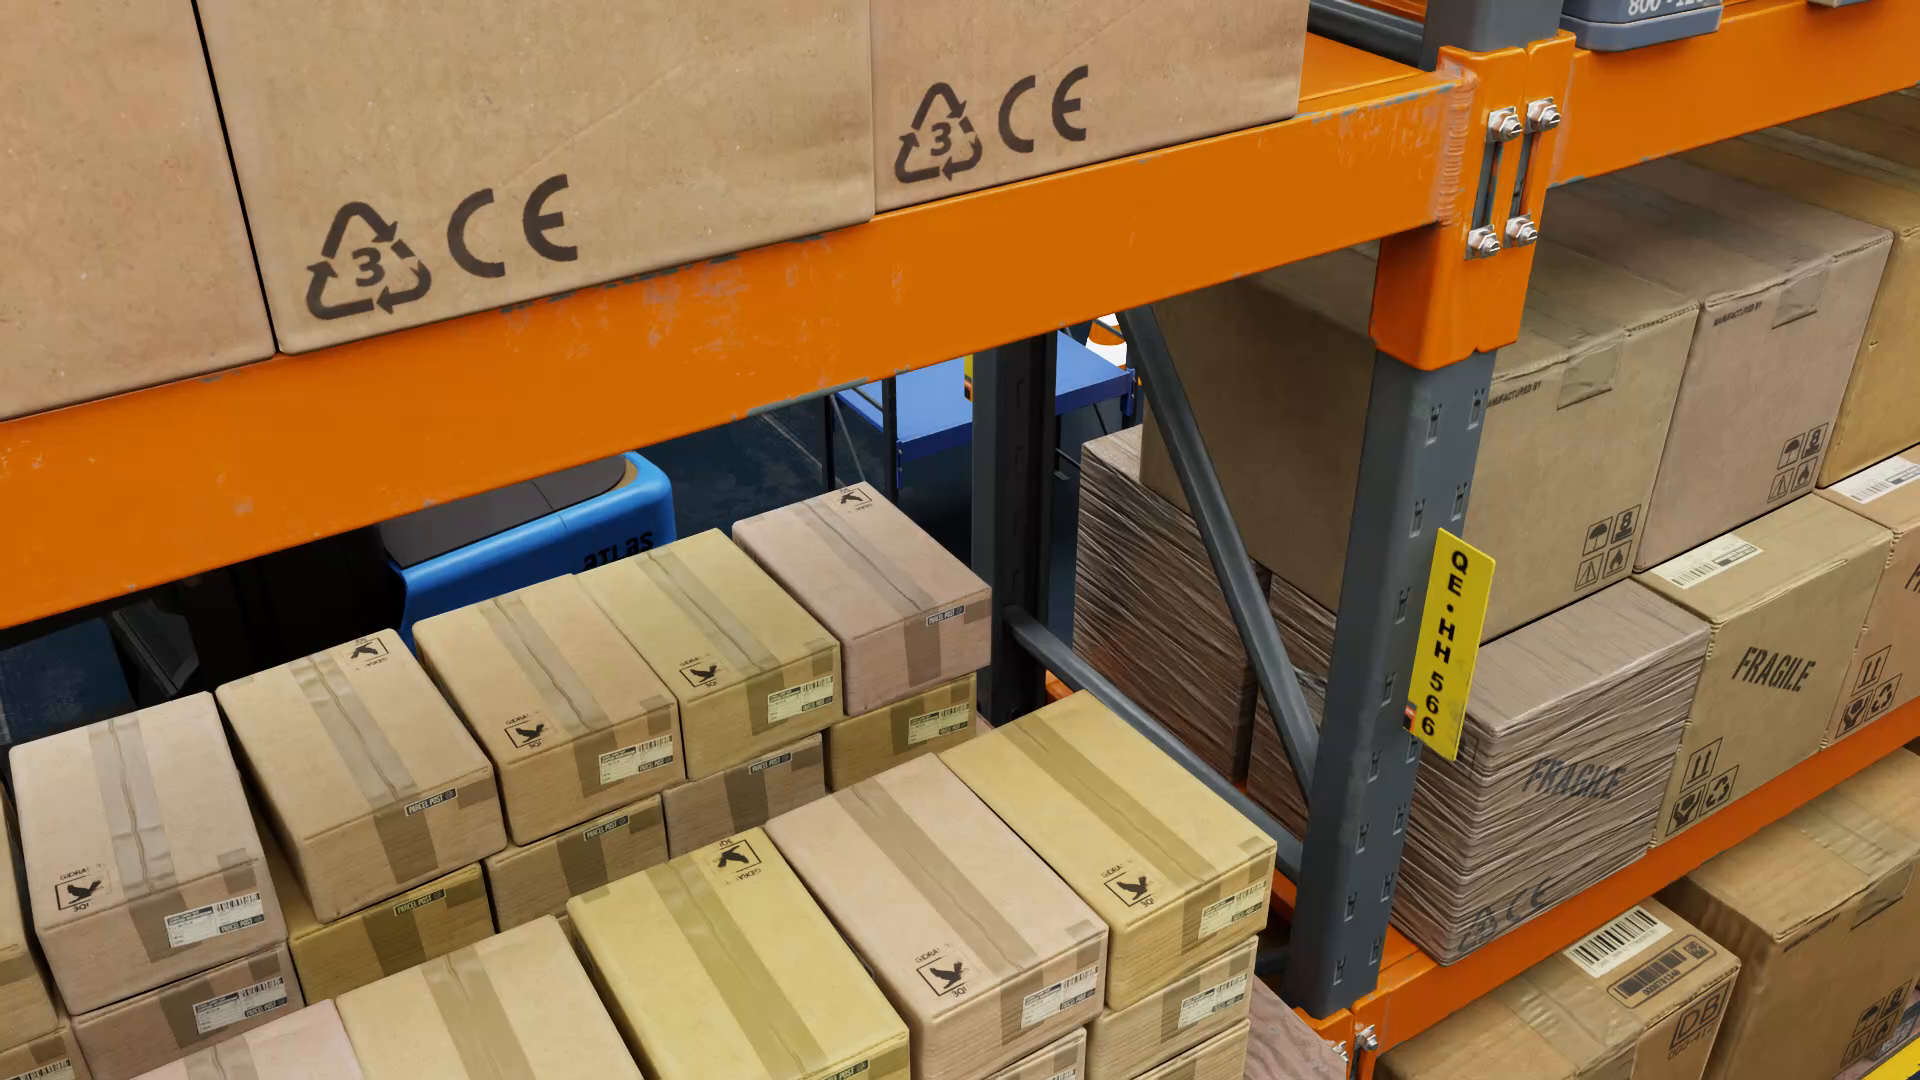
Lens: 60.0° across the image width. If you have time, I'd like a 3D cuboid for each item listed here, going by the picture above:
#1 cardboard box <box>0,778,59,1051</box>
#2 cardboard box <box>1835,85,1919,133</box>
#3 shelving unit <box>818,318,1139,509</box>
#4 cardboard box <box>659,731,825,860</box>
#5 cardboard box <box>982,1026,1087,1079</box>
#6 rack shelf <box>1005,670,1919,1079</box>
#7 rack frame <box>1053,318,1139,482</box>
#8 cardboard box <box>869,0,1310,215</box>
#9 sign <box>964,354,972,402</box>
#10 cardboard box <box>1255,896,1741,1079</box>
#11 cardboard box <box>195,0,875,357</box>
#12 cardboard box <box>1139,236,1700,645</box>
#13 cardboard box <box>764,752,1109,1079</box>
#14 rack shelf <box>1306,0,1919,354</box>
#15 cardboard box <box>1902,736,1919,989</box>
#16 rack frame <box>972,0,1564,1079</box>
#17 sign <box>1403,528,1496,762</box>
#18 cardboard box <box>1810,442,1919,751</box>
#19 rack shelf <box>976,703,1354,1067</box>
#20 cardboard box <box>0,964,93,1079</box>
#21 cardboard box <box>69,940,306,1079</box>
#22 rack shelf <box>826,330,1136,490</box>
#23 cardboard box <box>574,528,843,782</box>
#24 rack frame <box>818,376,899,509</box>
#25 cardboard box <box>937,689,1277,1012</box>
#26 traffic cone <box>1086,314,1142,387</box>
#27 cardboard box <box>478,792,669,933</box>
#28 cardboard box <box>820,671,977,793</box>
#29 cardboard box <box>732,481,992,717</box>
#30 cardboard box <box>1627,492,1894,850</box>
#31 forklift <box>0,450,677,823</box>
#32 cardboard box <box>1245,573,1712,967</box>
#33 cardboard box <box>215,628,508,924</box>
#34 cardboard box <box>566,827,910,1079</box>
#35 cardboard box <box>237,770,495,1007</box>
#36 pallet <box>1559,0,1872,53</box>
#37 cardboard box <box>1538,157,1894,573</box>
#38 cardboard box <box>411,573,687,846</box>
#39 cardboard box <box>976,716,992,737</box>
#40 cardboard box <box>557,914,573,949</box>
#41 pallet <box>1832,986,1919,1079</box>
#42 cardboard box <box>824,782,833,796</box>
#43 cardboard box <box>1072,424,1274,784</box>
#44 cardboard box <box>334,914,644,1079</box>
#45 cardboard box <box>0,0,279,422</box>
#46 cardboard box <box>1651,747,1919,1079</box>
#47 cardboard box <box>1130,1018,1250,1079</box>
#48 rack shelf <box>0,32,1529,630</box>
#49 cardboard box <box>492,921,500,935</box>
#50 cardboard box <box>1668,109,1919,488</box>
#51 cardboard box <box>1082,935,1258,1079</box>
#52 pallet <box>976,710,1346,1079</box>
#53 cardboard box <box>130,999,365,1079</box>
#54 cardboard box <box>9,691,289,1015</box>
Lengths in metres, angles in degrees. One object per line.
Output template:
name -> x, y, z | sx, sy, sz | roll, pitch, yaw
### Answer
cardboard box -> -1.257, 0.462, 1.991 | 0.250, 0.149, 0.380 | -18, 36, -26
cardboard box -> 2.007, -0.677, 3.481 | 0.500, 0.500, 0.700 | -19, 37, -28
shelving unit -> 0.072, -0.659, 5.889 | 1.048, 1.500, 0.538 | -19, 37, -27
cardboard box -> -0.401, 0.289, 2.543 | 0.250, 0.149, 0.380 | -17, 36, -25
cardboard box -> -0.052, 0.585, 2.074 | 0.250, 0.149, 0.380 | -18, 36, -26
rack shelf -> 2.021, 0.083, 3.981 | 4.000, 0.370, 1.077 | -19, 37, -27
rack frame -> 0.499, -0.806, 6.122 | 0.032, 1.500, 0.500 | -19, 37, -27
cardboard box -> -0.002, -0.675, 1.603 | 0.500, 0.500, 0.500 | -19, 37, -27
sign -> 0.037, -0.380, 2.956 | 0.005, 0.325, 0.100 | -19, 37, -27
cardboard box -> 0.901, 0.995, 3.575 | 0.750, 0.750, 1.050 | -20, 37, -28
cardboard box -> -0.415, -0.524, 1.364 | 0.500, 0.500, 0.500 | -19, 37, -27
cardboard box -> 0.723, -0.233, 2.777 | 0.500, 0.500, 0.700 | -19, 37, -28
cardboard box -> -0.035, 0.453, 2.004 | 0.250, 0.149, 0.380 | -19, 37, -28
rack shelf -> 2.021, -1.185, 3.180 | 4.000, 0.370, 1.077 | -19, 37, -27
cardboard box -> 2.417, 0.472, 4.406 | 0.750, 0.750, 1.050 | -19, 37, -27
rack frame -> 0.342, 0.359, 2.870 | 0.053, 2.616, 0.949 | -19, 37, -27
sign -> 0.642, 0.142, 2.203 | 0.005, 0.325, 0.100 | -19, 37, -27
cardboard box -> 1.714, 0.012, 3.325 | 0.500, 0.500, 0.500 | -19, 37, -27
rack shelf -> -1.341, 1.240, 2.148 | 4.000, 0.370, 1.077 | -19, 37, -27
cardboard box -> -1.256, 0.583, 2.078 | 0.250, 0.149, 0.380 | -19, 37, -28
cardboard box -> -1.046, 0.512, 2.189 | 0.250, 0.149, 0.380 | -19, 37, -27
rack shelf -> 0.072, -0.507, 5.985 | 1.000, 0.185, 0.538 | -19, 37, -27
cardboard box -> -0.377, 0.160, 2.469 | 0.250, 0.149, 0.380 | -20, 37, -29
rack frame -> -0.356, -0.512, 5.656 | 0.032, 1.500, 0.500 | -19, 37, -27
cardboard box -> 0.177, 0.382, 2.118 | 0.250, 0.149, 0.380 | -21, 38, -29
traffic cone -> 0.652, -0.930, 7.291 | 0.334, 0.463, 0.336 | -19, 37, -27
cardboard box -> -0.624, 0.368, 2.419 | 0.250, 0.149, 0.380 | -20, 37, -29
cardboard box -> -0.174, 0.210, 2.669 | 0.250, 0.149, 0.380 | -17, 36, -25
cardboard box -> -0.157, 0.082, 2.592 | 0.250, 0.149, 0.380 | -19, 37, -27
cardboard box -> 1.290, 0.158, 3.094 | 0.500, 0.500, 0.500 | -19, 37, -28
forklift -> -2.225, -0.193, 3.808 | 3.031, 2.935, 1.130 | -24, 40, -33
cardboard box -> 0.864, 0.306, 2.859 | 0.500, 0.500, 0.500 | -19, 37, -27
cardboard box -> -0.809, 0.305, 2.239 | 0.250, 0.149, 0.380 | -21, 38, -29
cardboard box -> -0.256, 0.529, 1.884 | 0.250, 0.149, 0.380 | -18, 36, -26
cardboard box -> -0.836, 0.441, 2.303 | 0.250, 0.149, 0.380 | -19, 37, -27
pallet -> 0.853, -1.041, 2.455 | 1.003, 0.211, 1.213 | -17, 36, -25
cardboard box -> 1.148, -0.380, 3.010 | 0.500, 0.500, 0.700 | -20, 37, -28
cardboard box -> -0.586, 0.229, 2.360 | 0.250, 0.149, 0.380 | -19, 37, -28
cardboard box -> -0.145, 0.325, 2.766 | 0.250, 0.149, 0.380 | -20, 37, -28
cardboard box -> -0.597, 0.480, 2.519 | 0.250, 0.149, 0.380 | -17, 36, -25
pallet -> 2.068, 0.992, 4.479 | 1.213, 0.211, 1.003 | -19, 37, -27
cardboard box -> -0.371, 0.402, 2.643 | 0.250, 0.149, 0.380 | -17, 36, -25
cardboard box -> 0.574, 0.064, 3.243 | 0.500, 0.500, 0.500 | -19, 37, -27
cardboard box -> -0.478, 0.608, 1.759 | 0.250, 0.149, 0.380 | -18, 36, -26
cardboard box -> -0.838, -0.382, 1.138 | 0.500, 0.500, 0.500 | -19, 37, -27
cardboard box -> 1.634, 0.741, 3.978 | 0.750, 0.750, 1.050 | -18, 37, -27
cardboard box -> 0.175, 0.635, 2.274 | 0.250, 0.149, 0.380 | -18, 37, -27
rack shelf -> -1.341, -0.029, 1.347 | 4.000, 0.370, 1.077 | -19, 37, -27
cardboard box -> -0.823, 0.559, 2.394 | 0.250, 0.149, 0.380 | -17, 36, -25
cardboard box -> 1.578, -0.529, 3.247 | 0.500, 0.500, 0.700 | -20, 37, -28
cardboard box -> 0.172, 0.507, 2.198 | 0.250, 0.149, 0.380 | -18, 37, -26
pallet -> -0.201, 0.692, 2.521 | 1.003, 0.211, 1.213 | -19, 37, -27
cardboard box -> -0.684, 0.675, 1.653 | 0.250, 0.149, 0.380 | -19, 37, -27
cardboard box -> -1.035, 0.384, 2.114 | 0.250, 0.149, 0.380 | -17, 36, -25
